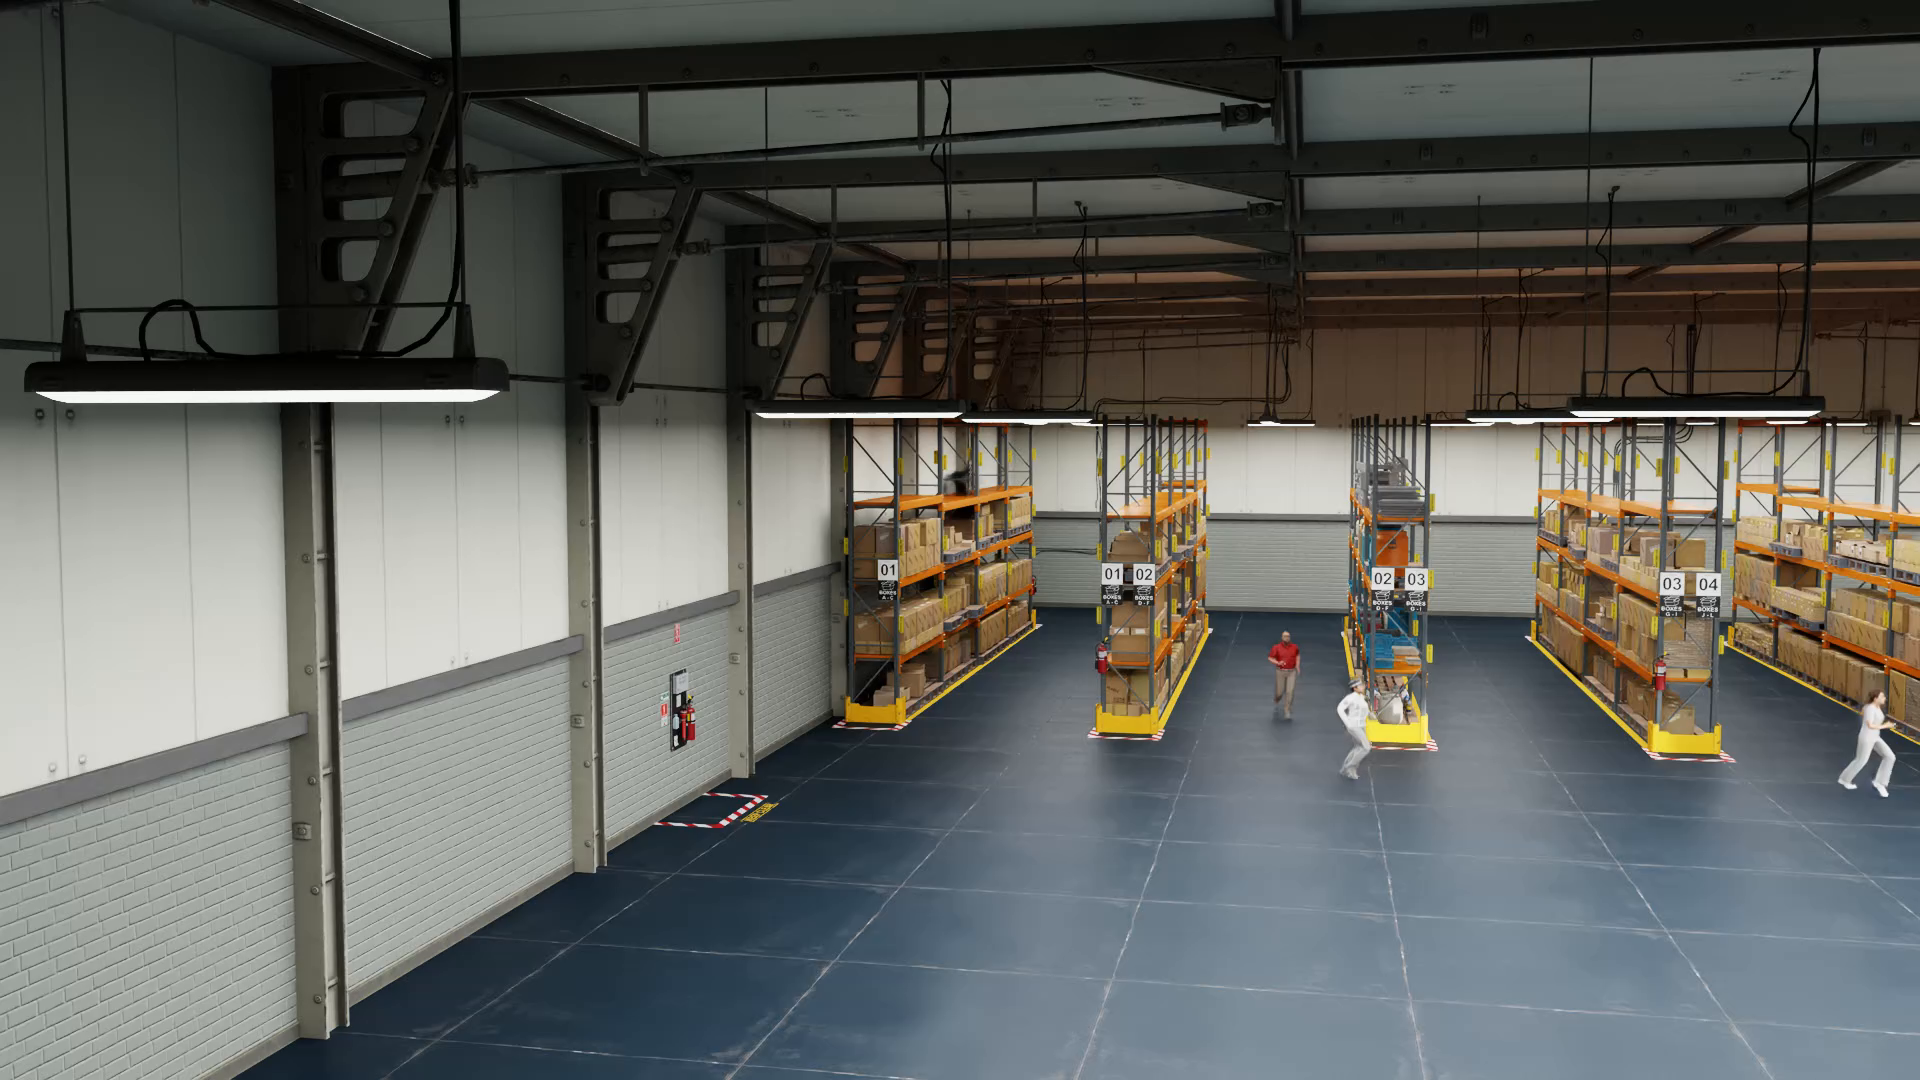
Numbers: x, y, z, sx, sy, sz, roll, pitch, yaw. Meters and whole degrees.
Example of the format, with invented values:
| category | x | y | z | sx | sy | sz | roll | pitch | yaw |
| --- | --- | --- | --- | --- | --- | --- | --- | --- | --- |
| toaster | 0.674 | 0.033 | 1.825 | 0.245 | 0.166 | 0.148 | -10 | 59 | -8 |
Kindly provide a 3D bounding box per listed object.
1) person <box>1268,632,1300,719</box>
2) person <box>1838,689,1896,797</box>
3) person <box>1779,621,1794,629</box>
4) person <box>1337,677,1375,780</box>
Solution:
| category | x | y | z | sx | sy | sz | roll | pitch | yaw |
| --- | --- | --- | --- | --- | --- | --- | --- | --- | --- |
| person | 6.469 | 2.664 | 33.125 | 0.670 | 1.696 | 0.796 | 0 | 4 | -2 |
| person | 14.220 | 3.161 | 26.063 | 0.586 | 1.683 | 0.828 | -4 | 5 | -45 |
| person | 22.358 | 1.863 | 45.004 | 0.680 | 1.776 | 0.674 | 1 | 4 | 18 |
| person | 6.490 | 3.071 | 27.147 | 0.563 | 1.682 | 0.673 | 3 | 5 | 39 |
